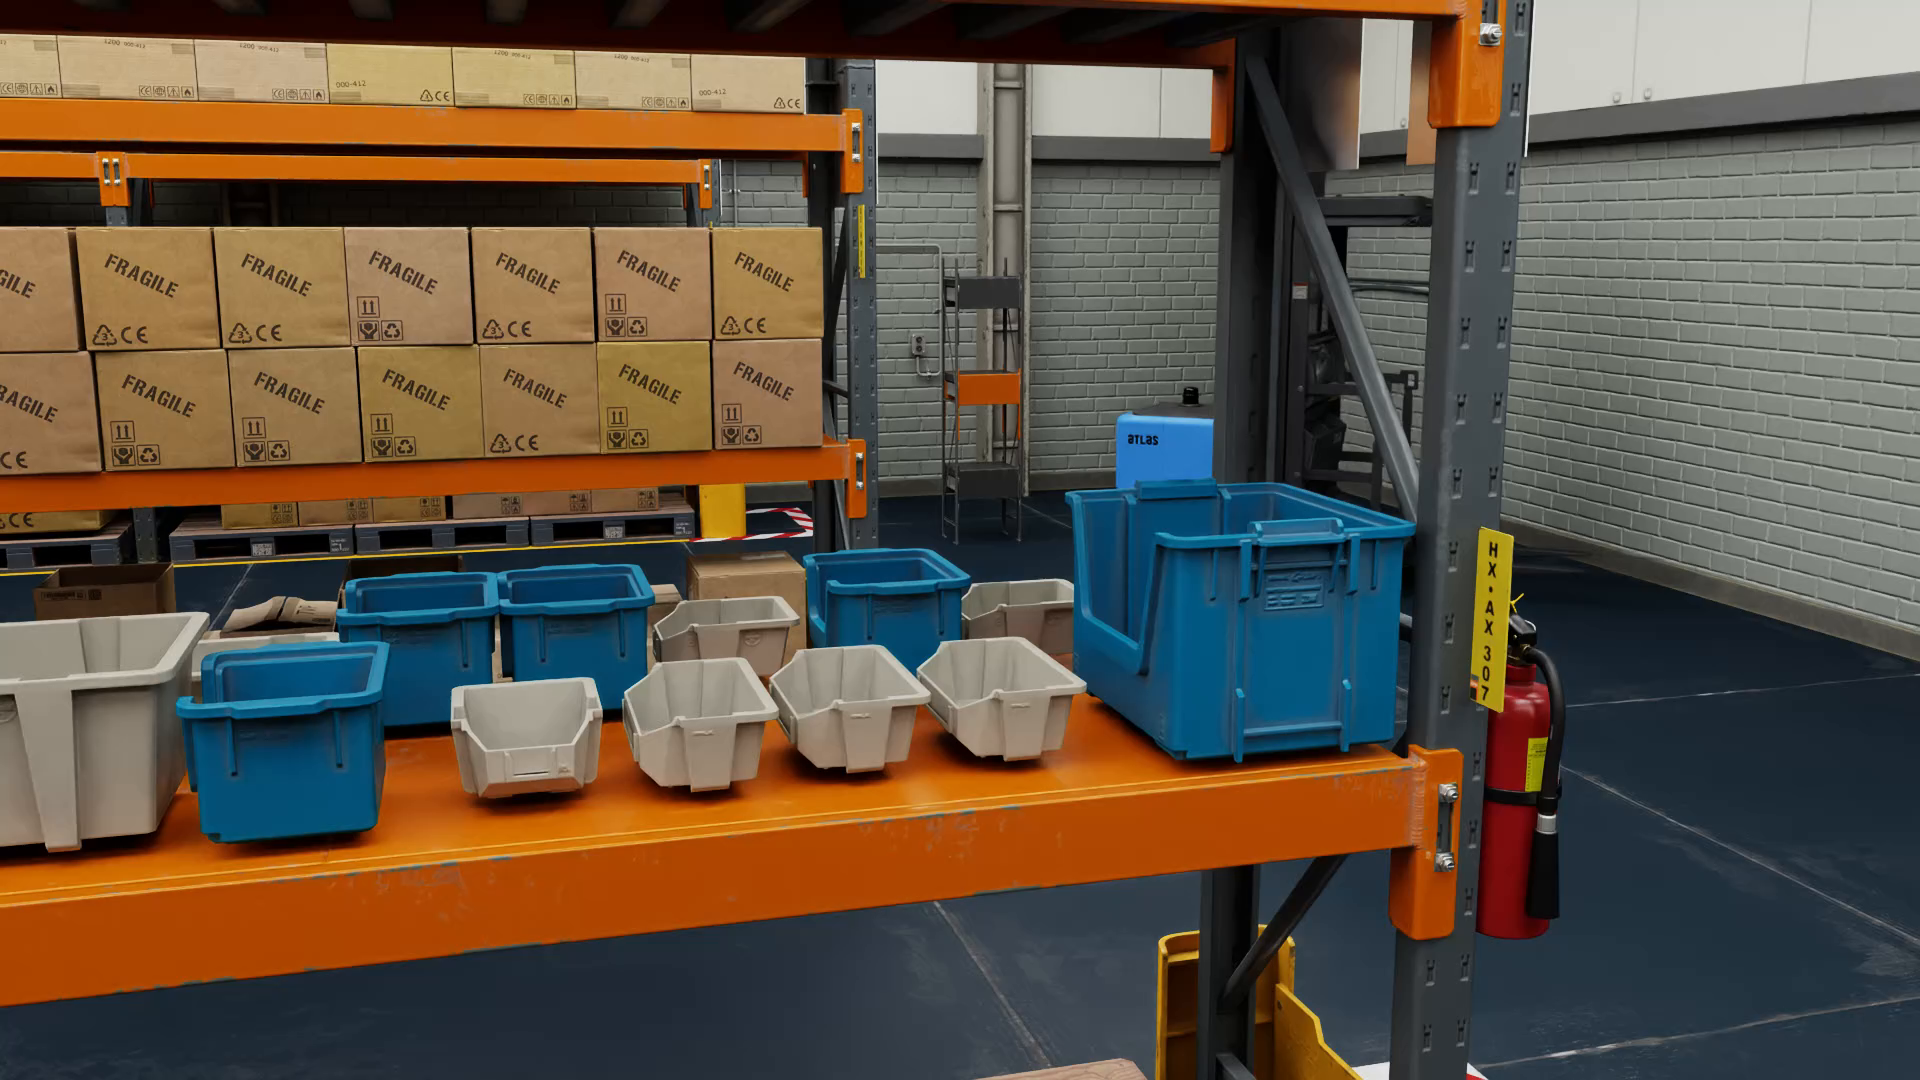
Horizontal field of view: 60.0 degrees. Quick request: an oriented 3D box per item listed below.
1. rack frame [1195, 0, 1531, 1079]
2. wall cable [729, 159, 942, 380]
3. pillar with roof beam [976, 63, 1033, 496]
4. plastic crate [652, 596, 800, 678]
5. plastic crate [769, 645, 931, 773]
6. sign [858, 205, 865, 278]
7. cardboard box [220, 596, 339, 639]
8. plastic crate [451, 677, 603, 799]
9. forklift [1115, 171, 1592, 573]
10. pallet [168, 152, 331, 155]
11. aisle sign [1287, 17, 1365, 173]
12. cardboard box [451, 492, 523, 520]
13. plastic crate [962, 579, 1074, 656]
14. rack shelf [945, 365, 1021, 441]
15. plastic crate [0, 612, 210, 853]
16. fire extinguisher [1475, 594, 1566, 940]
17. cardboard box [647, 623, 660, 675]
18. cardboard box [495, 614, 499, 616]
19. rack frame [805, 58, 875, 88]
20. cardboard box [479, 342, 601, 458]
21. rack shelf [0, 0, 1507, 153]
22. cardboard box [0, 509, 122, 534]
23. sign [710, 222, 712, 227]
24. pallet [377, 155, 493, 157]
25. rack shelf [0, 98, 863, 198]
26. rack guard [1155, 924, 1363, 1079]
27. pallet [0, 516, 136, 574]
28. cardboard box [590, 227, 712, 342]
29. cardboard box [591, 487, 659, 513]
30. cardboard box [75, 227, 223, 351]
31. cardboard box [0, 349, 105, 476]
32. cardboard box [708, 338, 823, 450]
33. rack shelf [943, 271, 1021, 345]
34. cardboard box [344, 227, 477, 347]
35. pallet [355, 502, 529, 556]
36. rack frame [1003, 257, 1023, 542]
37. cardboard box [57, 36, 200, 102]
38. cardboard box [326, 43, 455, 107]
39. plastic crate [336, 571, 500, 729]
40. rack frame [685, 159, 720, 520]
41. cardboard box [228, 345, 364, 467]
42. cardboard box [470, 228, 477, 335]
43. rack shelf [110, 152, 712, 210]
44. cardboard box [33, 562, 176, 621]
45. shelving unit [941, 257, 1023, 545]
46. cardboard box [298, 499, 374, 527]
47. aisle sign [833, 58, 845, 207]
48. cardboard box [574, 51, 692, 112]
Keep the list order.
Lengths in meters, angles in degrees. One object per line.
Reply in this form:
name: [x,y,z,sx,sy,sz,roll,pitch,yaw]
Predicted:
rack frame: [0.798,0.131,3.552,0.053,2.616,0.949,-3,11,-16]
wall cable: [-1.007,-2.321,14.063,1.851,1.984,0.084,-3,11,-16]
pillar with roof beam: [1.582,-4.081,9.861,0.400,9.000,9.100,-3,11,-16]
plastic crate: [-0.514,0.222,3.620,0.298,0.136,0.250,-3,11,-16]
plastic crate: [-0.218,0.315,3.113,0.243,0.136,0.396,-3,11,-16]
sign: [-0.448,-1.359,7.571,0.005,0.325,0.100,-3,11,-16]
cardboard box: [-3.237,0.461,7.968,0.500,0.311,0.500,-3,11,-16]
plastic crate: [-0.757,0.352,2.914,0.250,0.136,0.298,-3,11,-16]
forklift: [2.603,-1.194,10.939,3.031,2.935,1.130,5,11,24]
pallet: [-5.024,-2.861,11.762,1.213,0.211,1.003,-3,11,-16]
aisle sign: [0.783,-1.204,3.620,0.004,0.787,0.394,-3,11,-16]
cardboard box: [-3.579,-0.466,12.535,0.500,0.500,0.700,-3,11,-18]
plastic crate: [0.137,0.187,3.807,0.298,0.136,0.250,-3,11,-16]
rack shelf: [0.159,-1.028,12.404,0.480,0.518,0.431,-3,11,-16]
plastic crate: [-1.526,0.316,2.707,0.530,0.282,0.437,-3,11,-16]
fire extinguisher: [1.069,0.423,3.208,0.183,0.674,0.296,-3,11,-16]
cardboard box: [-1.451,0.521,8.042,0.250,0.166,0.380,-3,11,-16]
cardboard box: [-2.145,0.434,8.286,0.500,0.250,0.500,-3,11,-16]
rack frame: [-0.584,-3.682,7.690,0.127,3.000,1.000,-3,11,-16]
cardboard box: [-1.916,-0.659,7.566,0.500,0.500,0.500,-3,11,-15]
rack shelf: [-1.123,-0.890,2.799,4.000,0.370,1.077,-3,11,-16]
cardboard box: [-6.400,-0.484,11.666,0.750,0.750,0.750,-3,11,-15]
sign: [-1.834,-2.183,12.268,0.005,0.325,0.100,-3,11,-16]
pallet: [-3.855,-2.922,12.094,1.213,0.211,1.003,-3,11,-16]
rack shelf: [-2.504,-1.751,7.477,4.000,0.370,1.077,-3,11,-16]
rack guard: [0.816,1.356,3.800,0.348,0.500,1.175,-3,11,-16]
pallet: [-6.532,0.034,11.780,1.213,0.211,1.003,-3,11,-16]
cardboard box: [-1.419,-1.176,7.612,0.500,0.500,0.500,-3,11,-14]
cardboard box: [-2.616,-0.517,12.812,0.500,0.500,0.700,-3,11,-16]
cardboard box: [-3.398,-1.071,7.041,0.500,0.500,0.500,-3,11,-18]
cardboard box: [-3.859,-0.556,7.008,0.500,0.500,0.500,-3,11,-14]
cardboard box: [-0.938,-0.710,7.844,0.500,0.500,0.500,-3,11,-14]
rack shelf: [0.159,-1.716,12.278,0.480,0.518,0.431,-3,11,-16]
cardboard box: [-2.409,-1.123,7.324,0.500,0.500,0.500,-3,11,-14]
pallet: [-3.887,-0.106,12.537,1.213,0.211,1.003,-3,11,-16]
rack frame: [0.393,-1.053,12.469,0.015,2.100,0.400,-3,11,-16]
cardboard box: [-3.407,-1.936,6.910,0.500,0.250,0.500,-3,11,-16]
cardboard box: [-2.448,-1.987,7.186,0.500,0.250,0.500,-3,11,-16]
plastic crate: [-1.084,0.220,3.364,0.300,0.233,0.416,-3,11,-16]
rack frame: [-1.972,-1.592,12.910,0.127,3.000,1.000,-3,11,-16]
cardboard box: [-2.887,-0.608,7.287,0.500,0.500,0.500,-3,11,-16]
cardboard box: [-2.553,-1.217,7.837,0.500,0.500,0.500,-3,11,-16]
rack shelf: [-3.892,-2.612,12.154,4.000,0.370,1.077,-3,11,-16]
cardboard box: [-3.957,0.406,7.745,0.500,0.500,0.500,-3,11,-16]
shelving unit: [0.159,-1.041,12.402,0.503,2.100,0.431,-3,11,-16]
cardboard box: [-4.583,-0.412,12.243,0.500,0.500,0.700,-3,11,-17]
aisle sign: [-0.600,-2.064,8.294,0.004,0.787,0.394,-3,11,-16]
cardboard box: [-1.487,-2.037,7.458,0.500,0.250,0.500,-3,11,-16]
